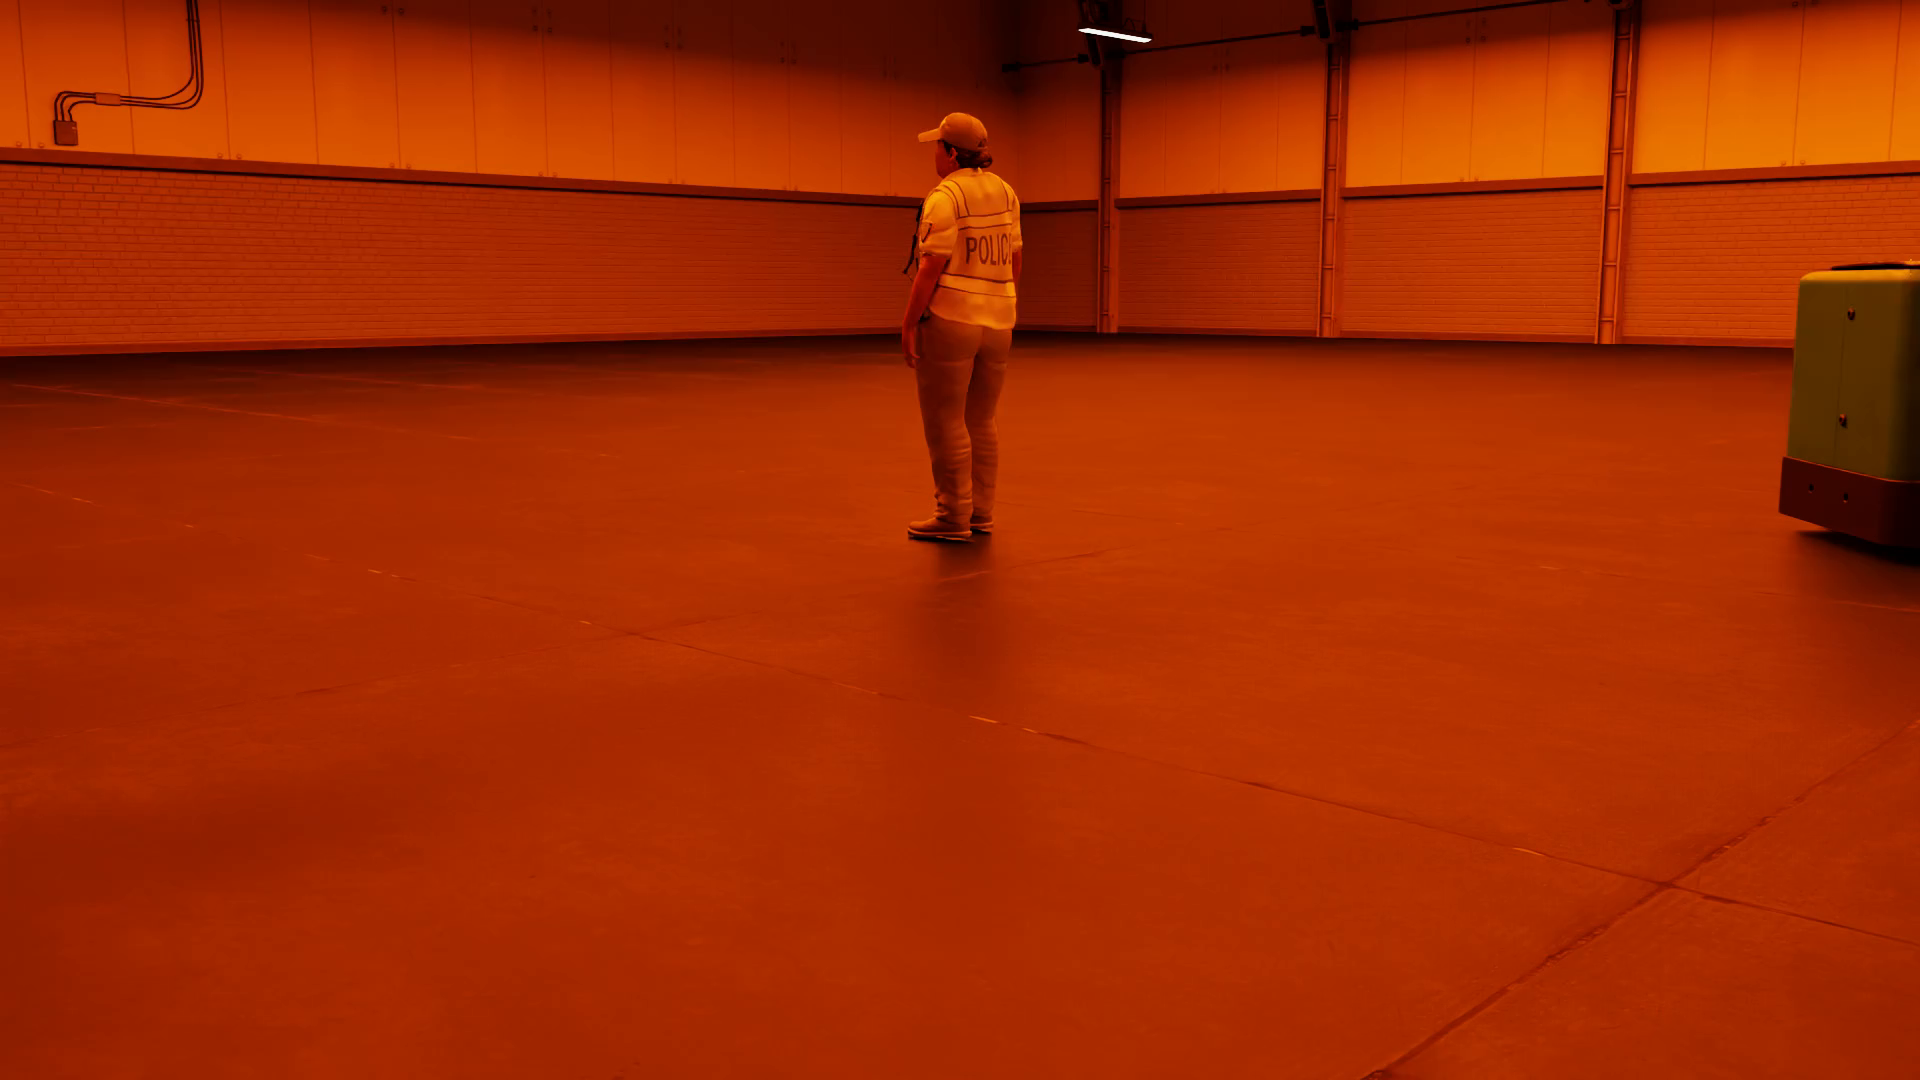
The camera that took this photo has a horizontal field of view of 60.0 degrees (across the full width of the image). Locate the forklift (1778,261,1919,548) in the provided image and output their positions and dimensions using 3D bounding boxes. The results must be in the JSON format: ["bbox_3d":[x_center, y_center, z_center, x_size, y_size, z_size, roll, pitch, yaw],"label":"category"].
[{"bbox_3d":[4.925,-1.413,6.258,3.031,2.935,1.130,1,9,3],"label":"forklift"}]

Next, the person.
[{"bbox_3d":[-0.039,-0.841,6.661,0.529,1.670,0.598,8,12,43],"label":"person"}]
